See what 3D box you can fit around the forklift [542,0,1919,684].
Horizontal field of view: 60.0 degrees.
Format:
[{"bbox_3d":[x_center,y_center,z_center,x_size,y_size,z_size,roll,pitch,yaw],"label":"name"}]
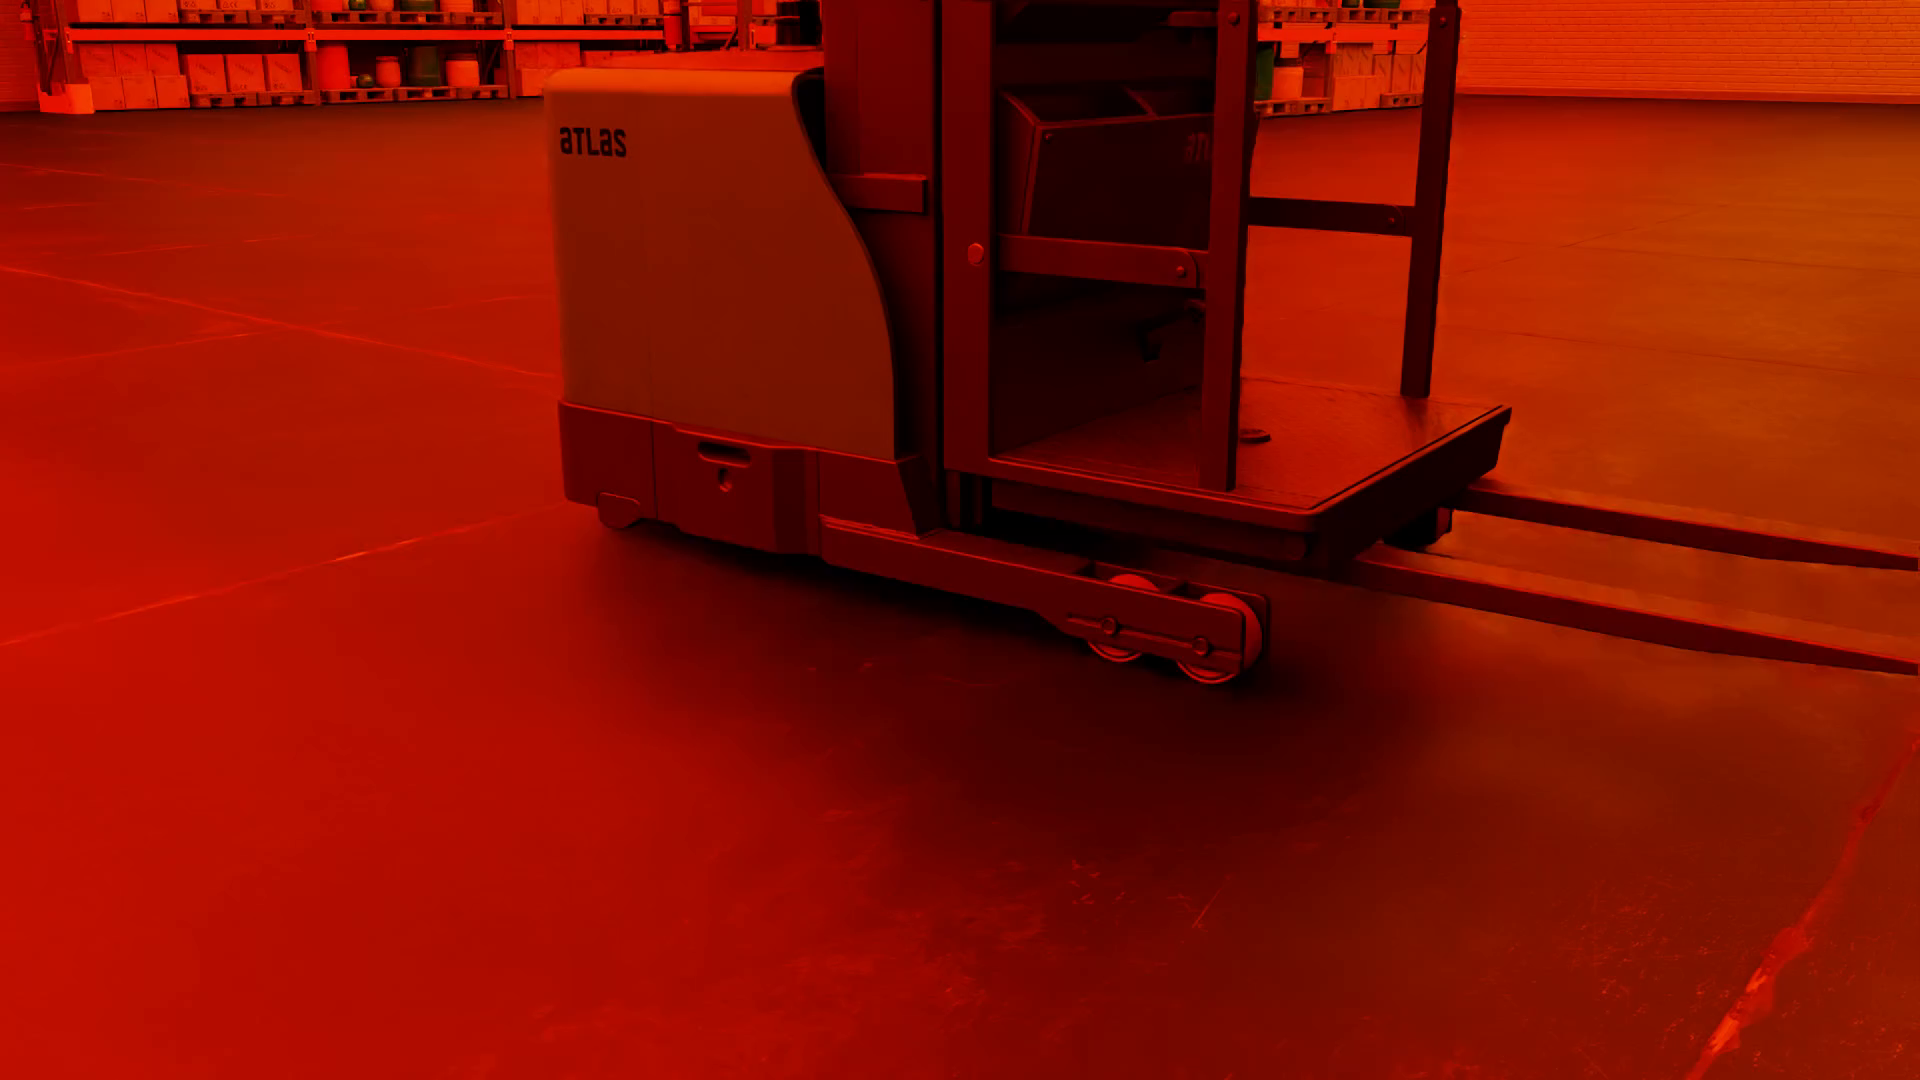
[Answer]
[{"bbox_3d":[0.531,-1.312,3.217,3.031,2.935,1.130,12,20,33],"label":"forklift"}]
